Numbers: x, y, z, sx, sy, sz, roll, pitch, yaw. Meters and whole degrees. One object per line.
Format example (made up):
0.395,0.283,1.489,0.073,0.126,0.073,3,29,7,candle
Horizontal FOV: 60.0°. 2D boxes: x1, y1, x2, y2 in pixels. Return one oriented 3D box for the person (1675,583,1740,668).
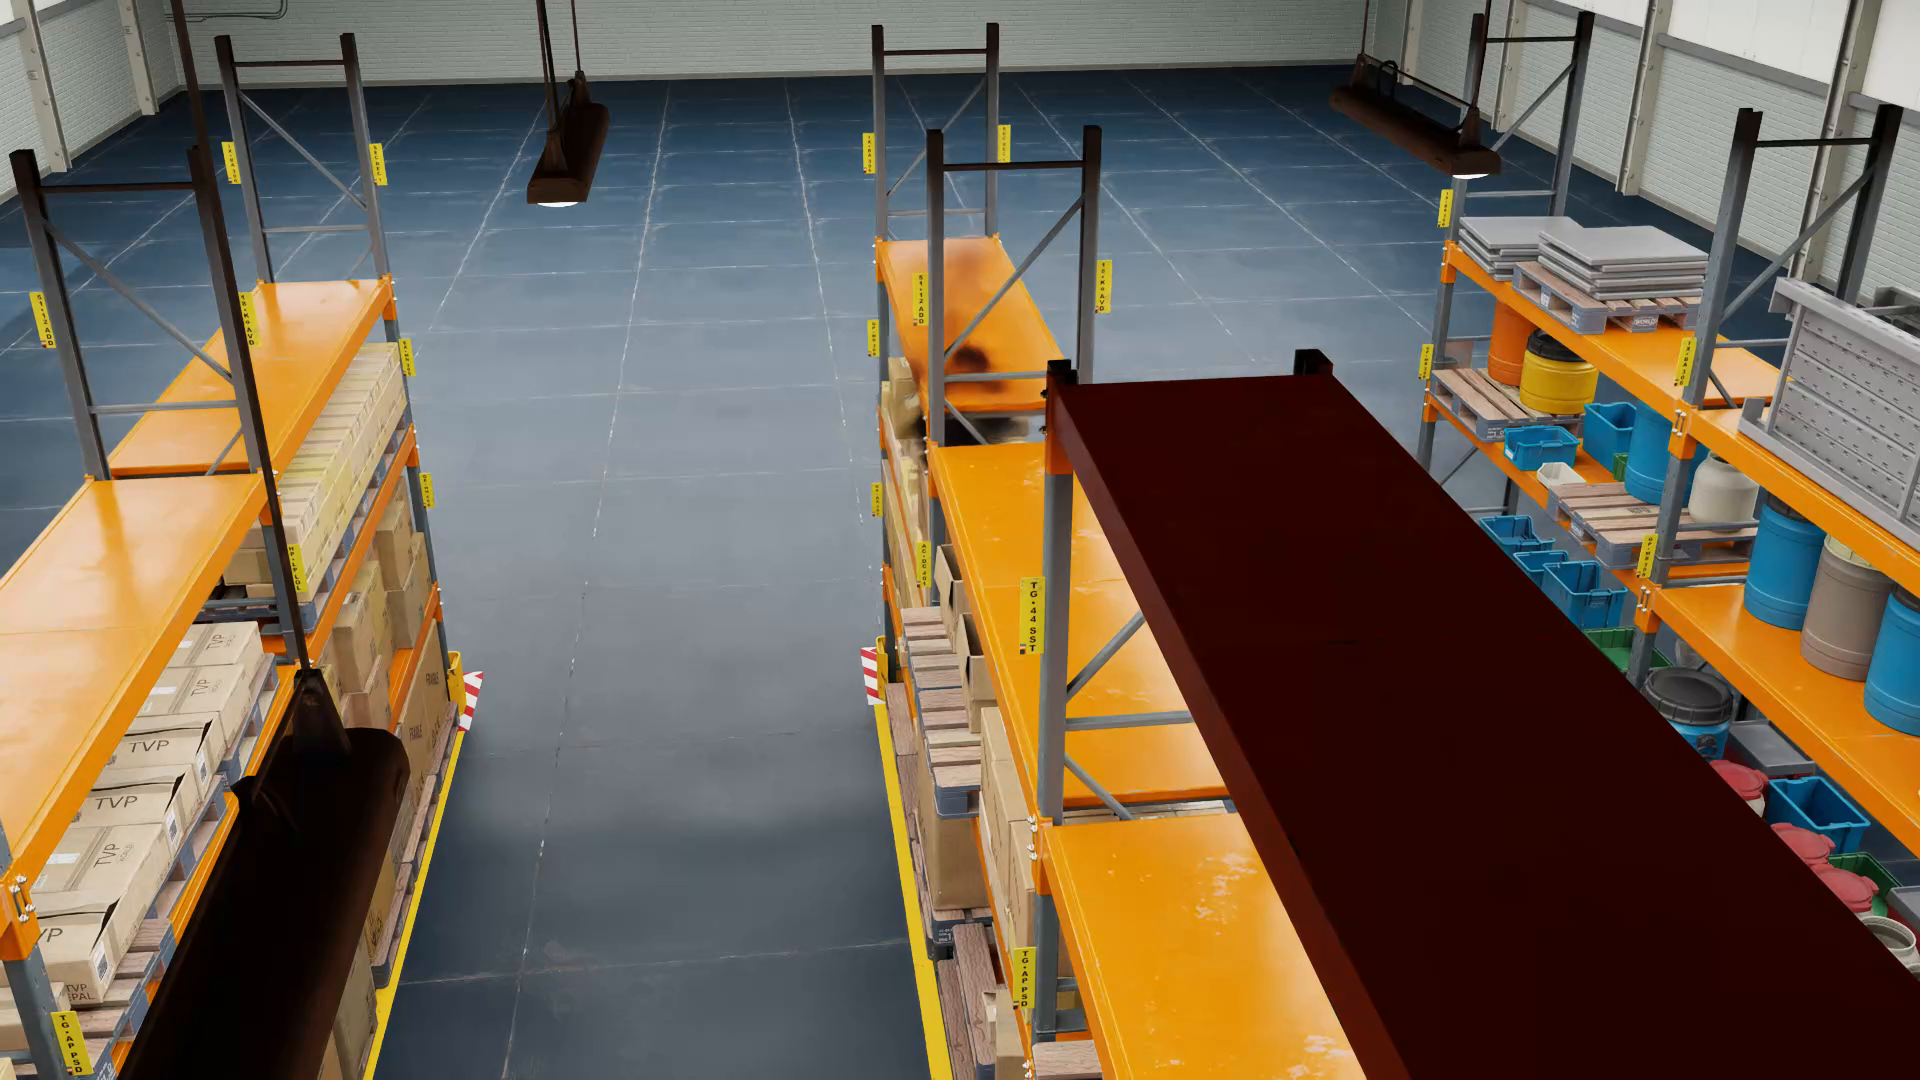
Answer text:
6.584,0.846,14.842,0.579,1.695,0.701,-13,28,-25,person
